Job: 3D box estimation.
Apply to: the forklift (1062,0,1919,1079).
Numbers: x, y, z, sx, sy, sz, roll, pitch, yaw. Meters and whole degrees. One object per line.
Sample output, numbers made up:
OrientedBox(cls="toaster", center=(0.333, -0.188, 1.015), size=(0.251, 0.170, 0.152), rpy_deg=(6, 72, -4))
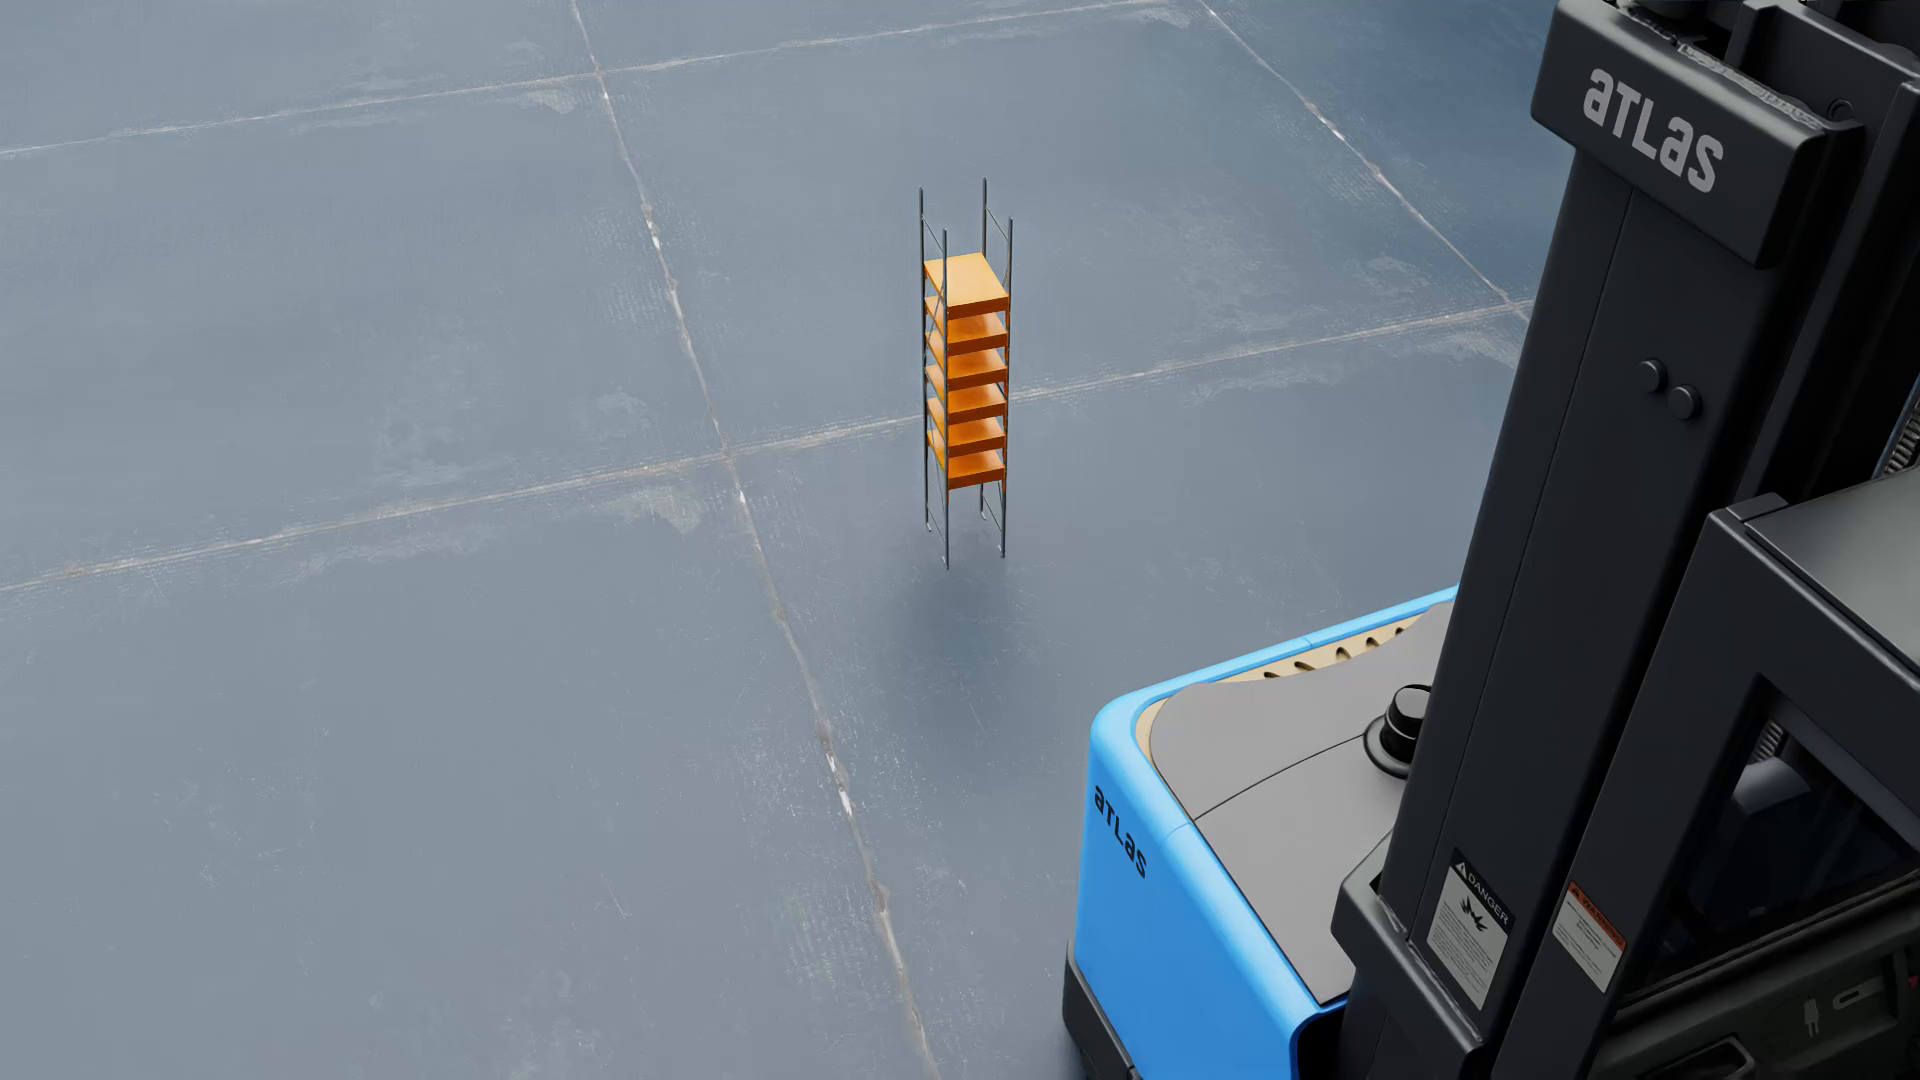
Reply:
OrientedBox(cls="forklift", center=(1.291, 0.791, 2.117), size=(1.130, 2.935, 3.031), rpy_deg=(-16, 44, -18))

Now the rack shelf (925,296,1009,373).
OrientedBox(cls="rack shelf", center=(0.014, -0.602, 4.730), size=(0.180, 0.103, 0.258), rpy_deg=(-12, 42, -13))

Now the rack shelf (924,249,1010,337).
OrientedBox(cls="rack shelf", center=(0.014, -0.692, 4.651), size=(0.180, 0.103, 0.258), rpy_deg=(-12, 42, -13))

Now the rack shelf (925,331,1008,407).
OrientedBox(cls="rack shelf", center=(0.014, -0.512, 4.809), size=(0.180, 0.103, 0.258), rpy_deg=(-12, 42, -13))

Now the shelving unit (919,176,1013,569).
OrientedBox(cls="shelving unit", center=(0.014, -0.455, 4.859), size=(0.189, 1.200, 0.258), rpy_deg=(-12, 42, -13))

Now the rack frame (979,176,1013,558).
OrientedBox(cls="rack frame", center=(0.101, -0.473, 4.879), size=(0.006, 1.200, 0.240), rpy_deg=(-12, 42, -13))

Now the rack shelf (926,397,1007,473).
OrientedBox(cls="rack shelf", center=(0.014, -0.331, 4.967), size=(0.180, 0.103, 0.258), rpy_deg=(-12, 42, -13))

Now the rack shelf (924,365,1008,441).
OrientedBox(cls="rack shelf", center=(0.014, -0.421, 4.888), size=(0.180, 0.103, 0.258), rpy_deg=(-12, 42, -13))

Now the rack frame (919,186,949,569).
OrientedBox(cls="rack frame", center=(-0.073, -0.437, 4.838), size=(0.006, 1.200, 0.240), rpy_deg=(-12, 42, -13))

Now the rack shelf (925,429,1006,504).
OrientedBox(cls="rack shelf", center=(0.014, -0.241, 5.046), size=(0.180, 0.103, 0.258), rpy_deg=(-12, 42, -13))
